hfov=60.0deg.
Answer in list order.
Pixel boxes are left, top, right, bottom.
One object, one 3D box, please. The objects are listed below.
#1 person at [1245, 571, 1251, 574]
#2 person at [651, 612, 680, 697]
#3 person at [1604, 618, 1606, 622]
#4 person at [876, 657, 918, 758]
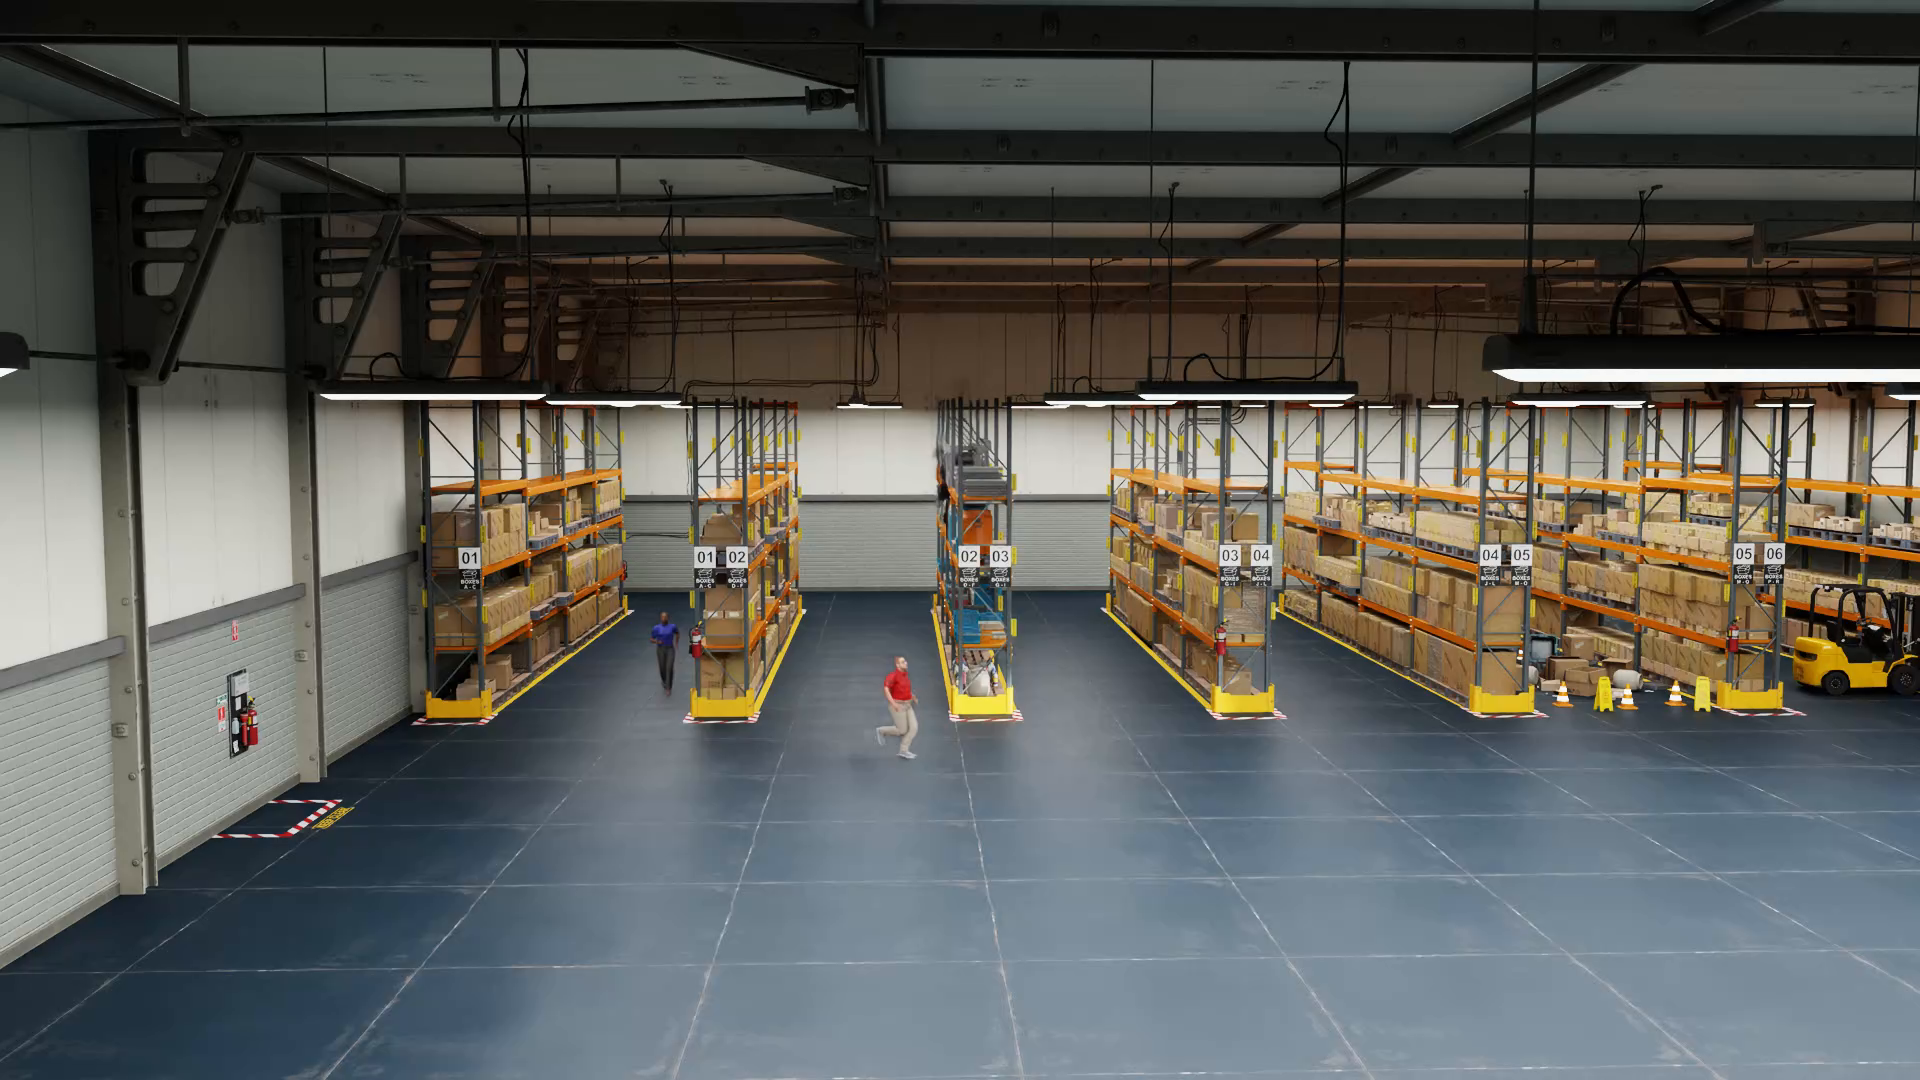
[{"bbox_3d":[8.018,1.373,45.798,0.583,1.637,0.549,0,4,6],"label":"person"},{"bbox_3d":[-5.969,2.281,33.680,0.573,1.672,0.932,-1,4,-8],"label":"person"},{"bbox_3d":[16.761,1.503,43.389,0.674,1.739,0.654,0,4,-5],"label":"person"},{"bbox_3d":[-1.032,2.768,27.577,0.659,1.685,0.668,2,5,29],"label":"person"}]
